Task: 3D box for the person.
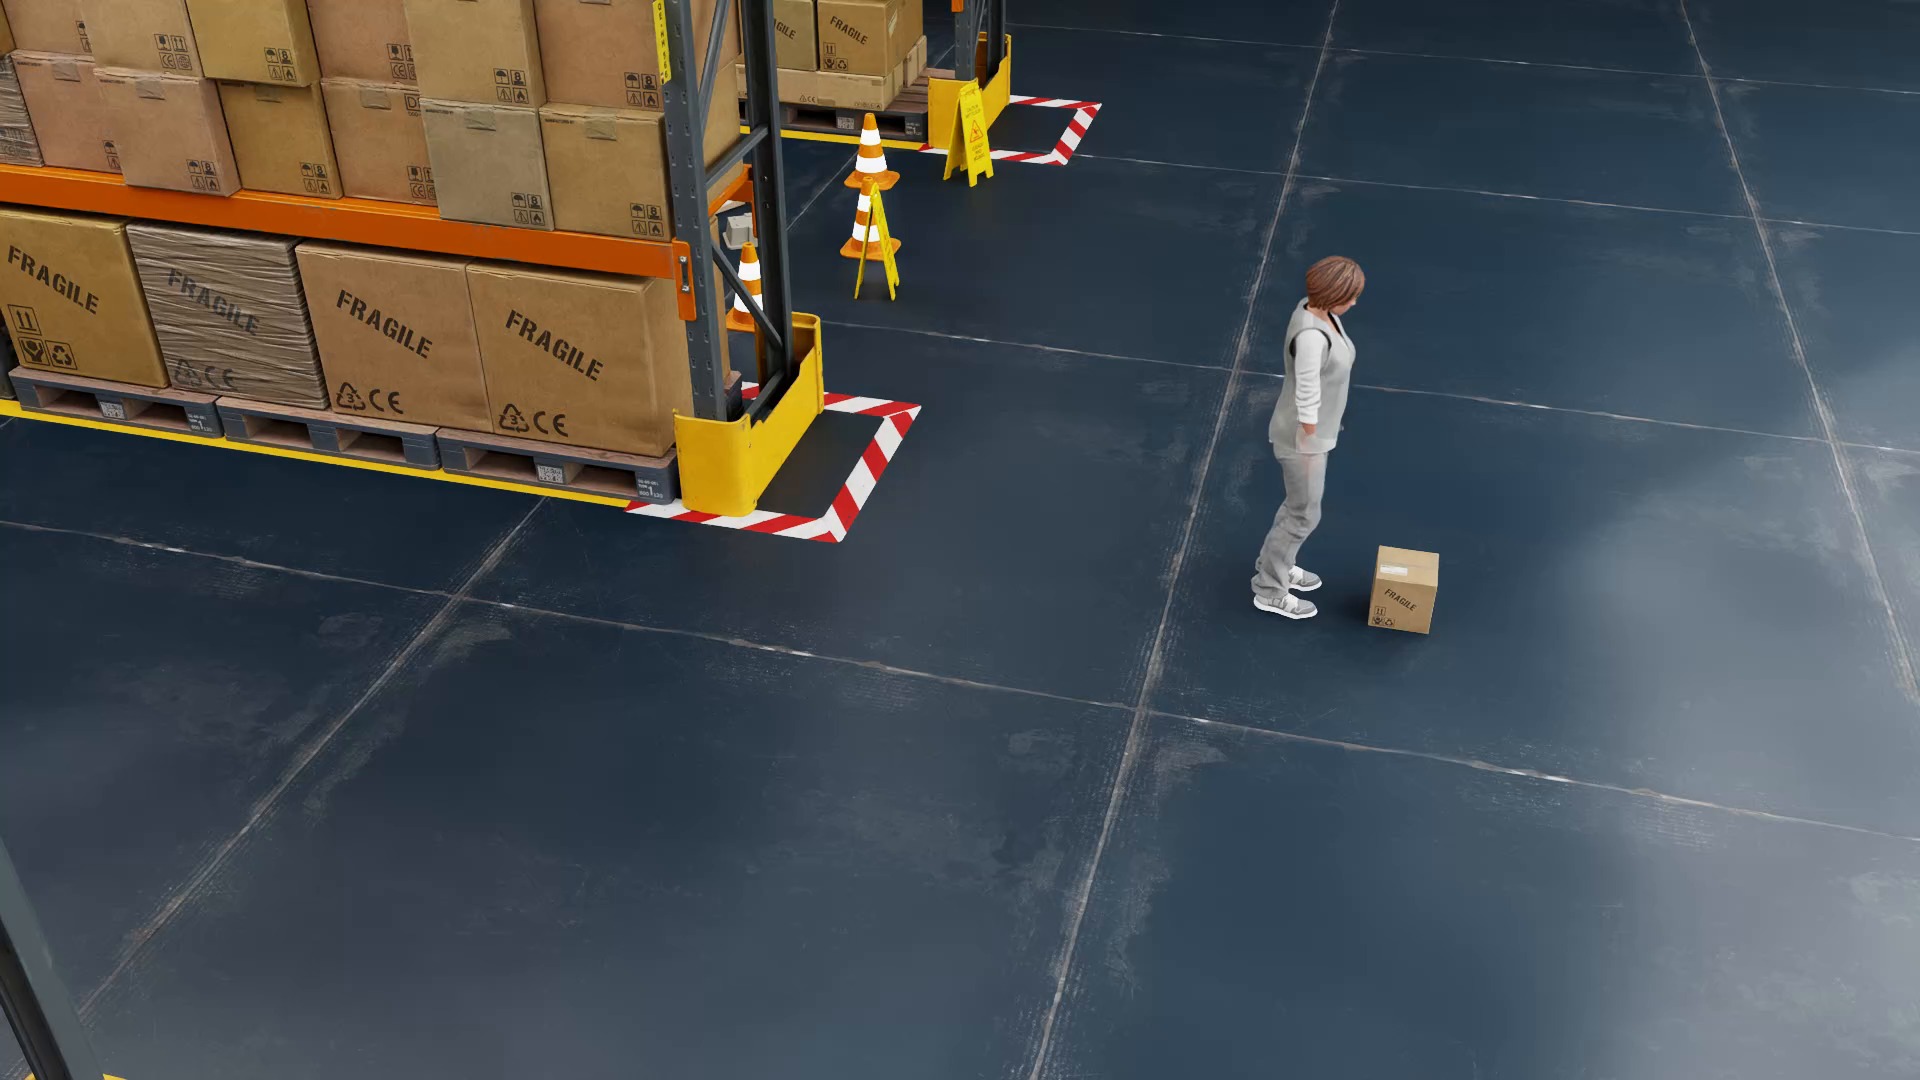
[{"bbox_3d":[1.416,-0.423,6.818,0.300,1.577,0.409,9,34,13],"label":"person"}]
